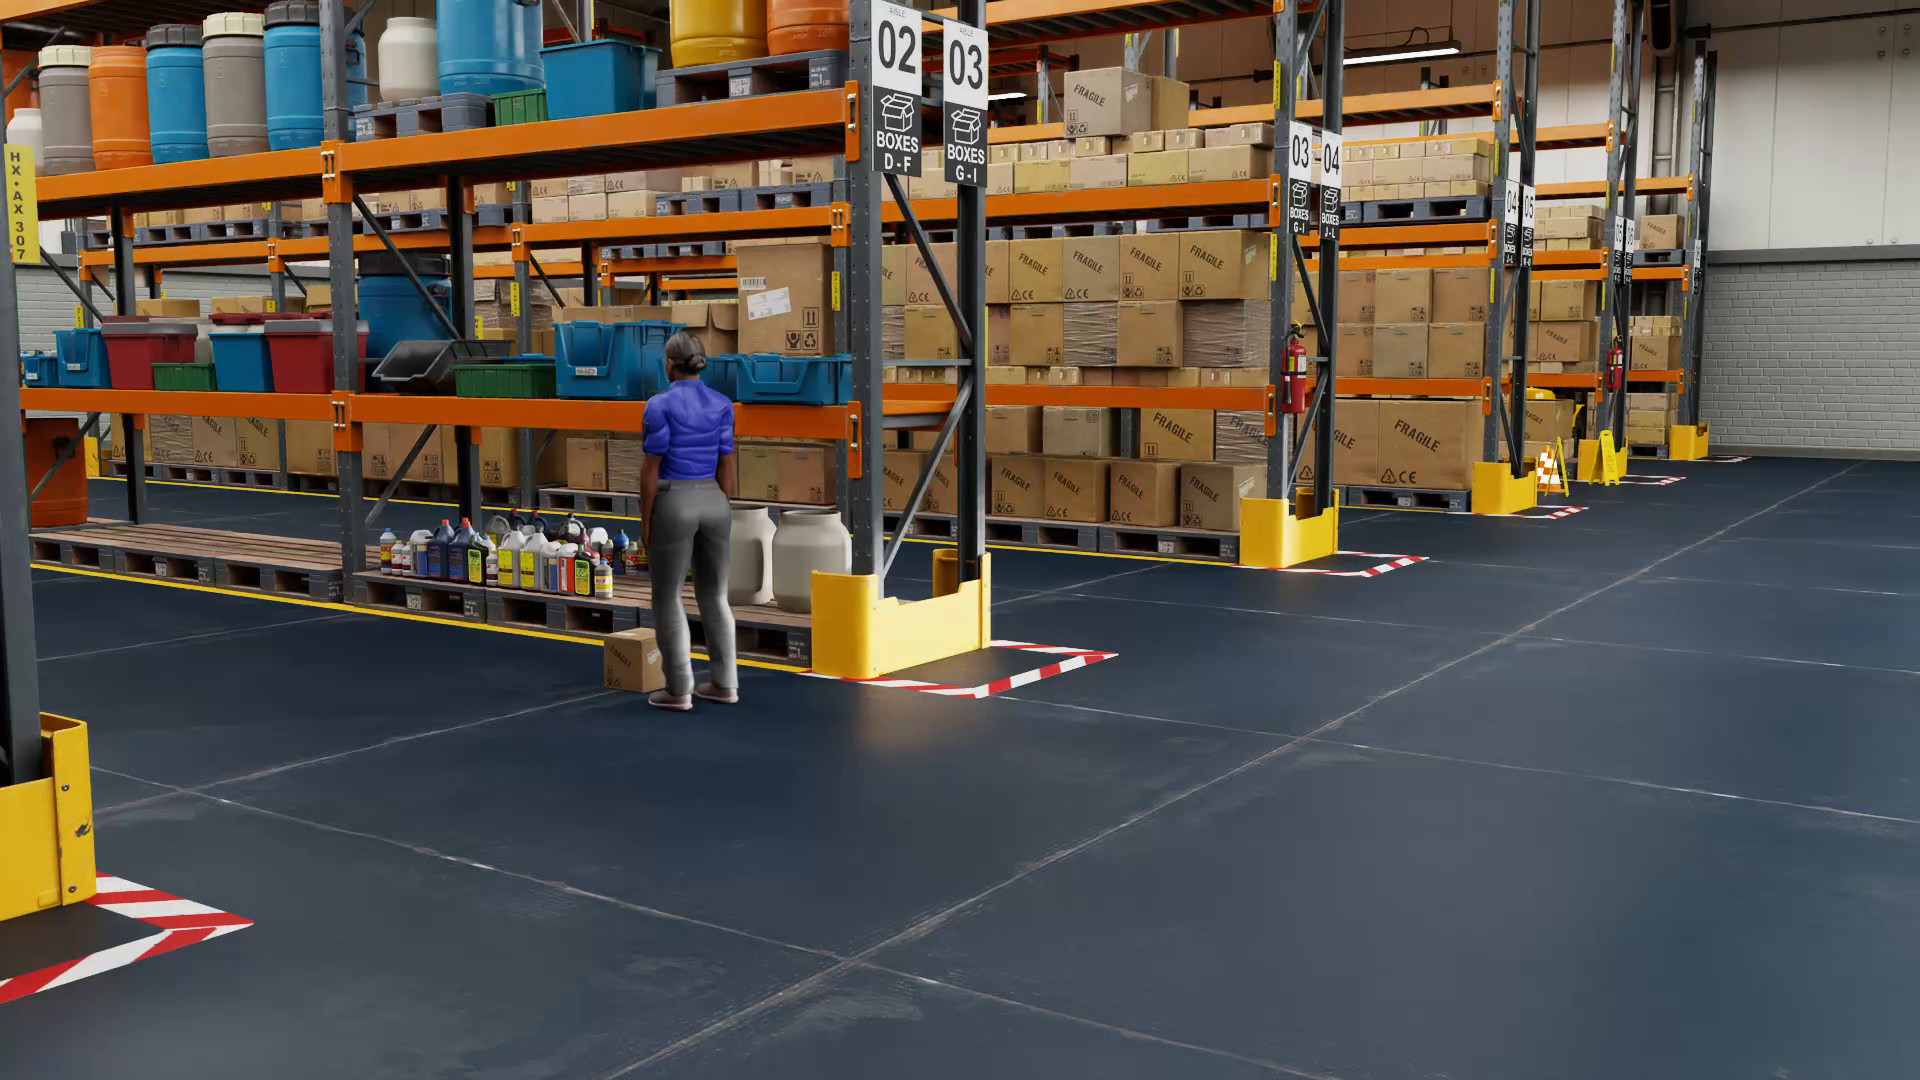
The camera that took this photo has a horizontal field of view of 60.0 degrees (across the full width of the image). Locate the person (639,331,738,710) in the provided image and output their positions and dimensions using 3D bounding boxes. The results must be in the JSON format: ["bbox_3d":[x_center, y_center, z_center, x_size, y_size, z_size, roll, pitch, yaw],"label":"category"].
[{"bbox_3d":[-1.208,-0.087,7.323,0.437,1.656,0.311,-4,8,-35],"label":"person"}]
